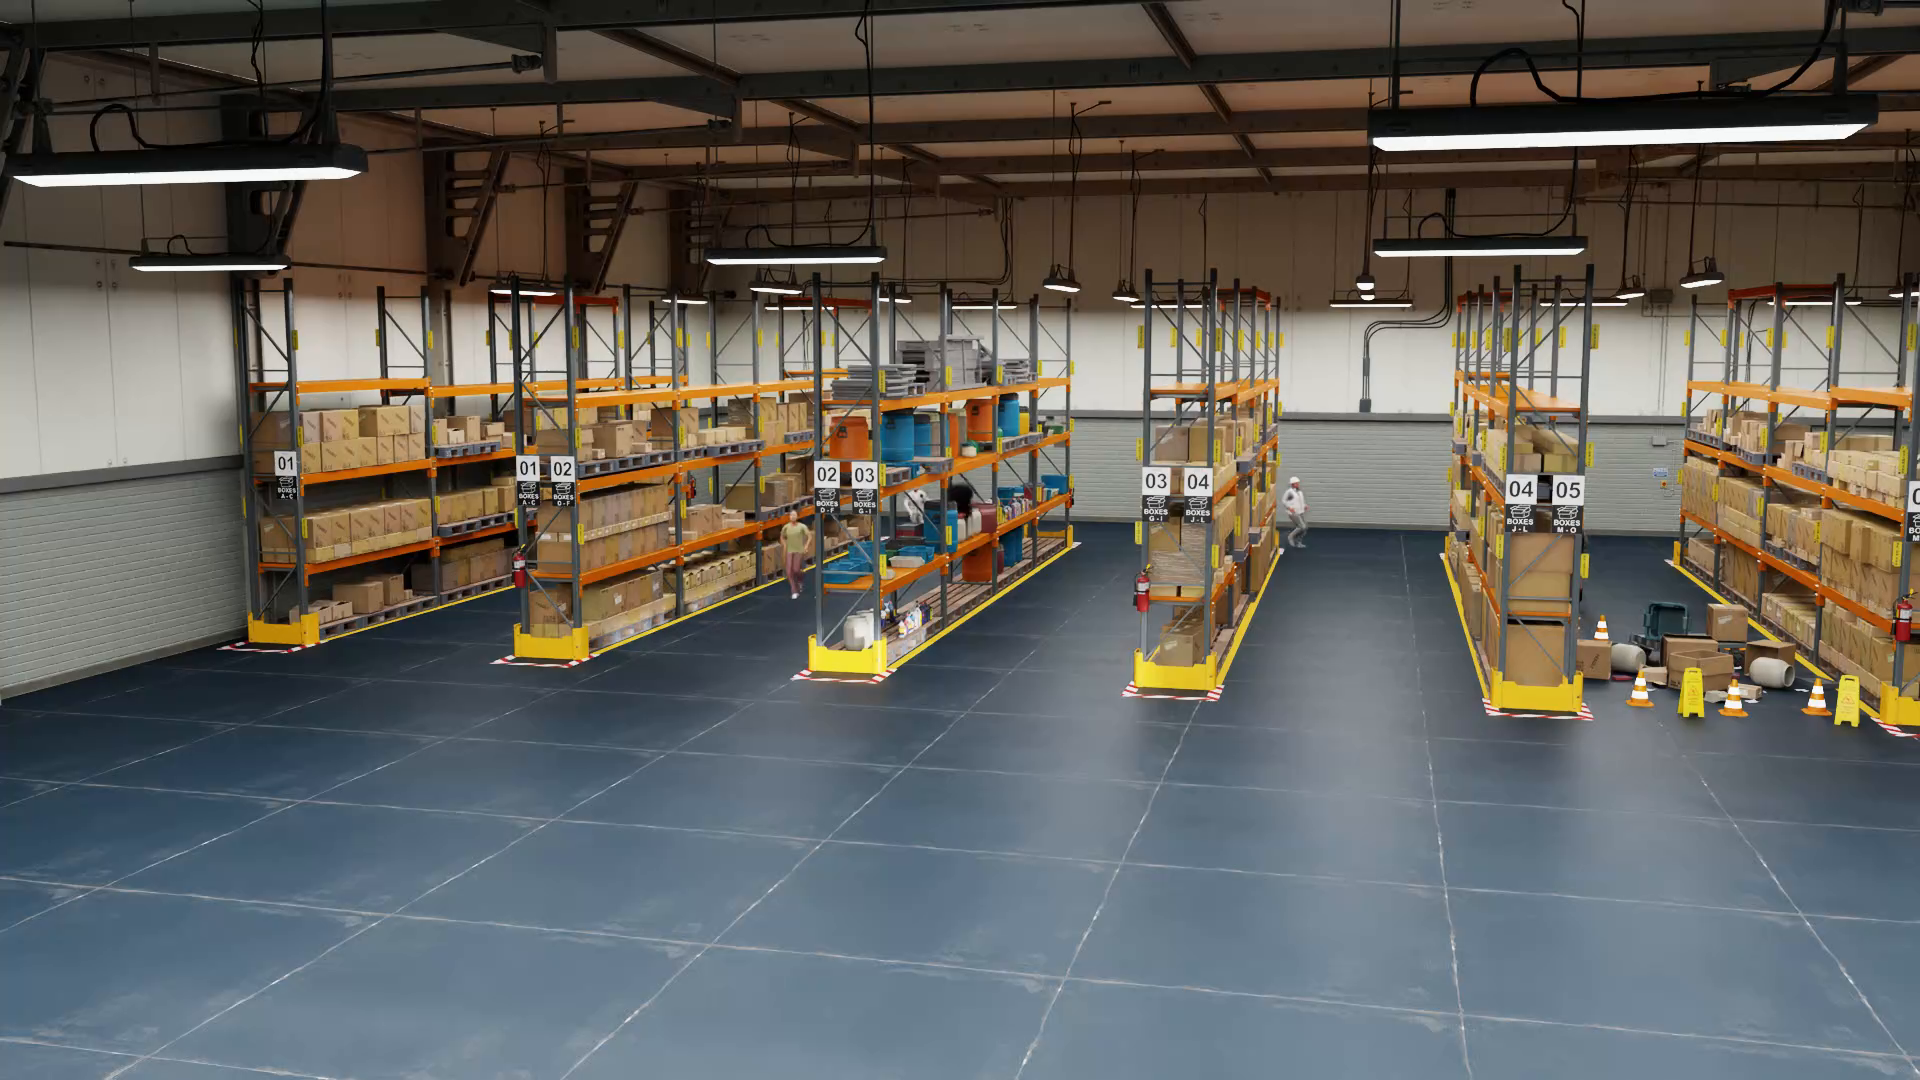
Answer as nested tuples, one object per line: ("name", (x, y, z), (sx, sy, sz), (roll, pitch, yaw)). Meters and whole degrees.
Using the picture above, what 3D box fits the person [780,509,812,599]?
("person", (-3.042, 0.249, 30.552), (0.581, 1.641, 0.527), (1, 7, 9))

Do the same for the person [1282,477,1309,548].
("person", (8.125, -0.652, 40.040), (0.521, 1.739, 0.706), (6, 9, 42))

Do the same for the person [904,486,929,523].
("person", (-1.034, -0.632, 40.187), (0.640, 1.662, 0.528), (-1, 7, -6))

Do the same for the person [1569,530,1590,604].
("person", (11.595, 0.389, 31.559), (0.654, 1.681, 0.654), (0, 7, 2))
